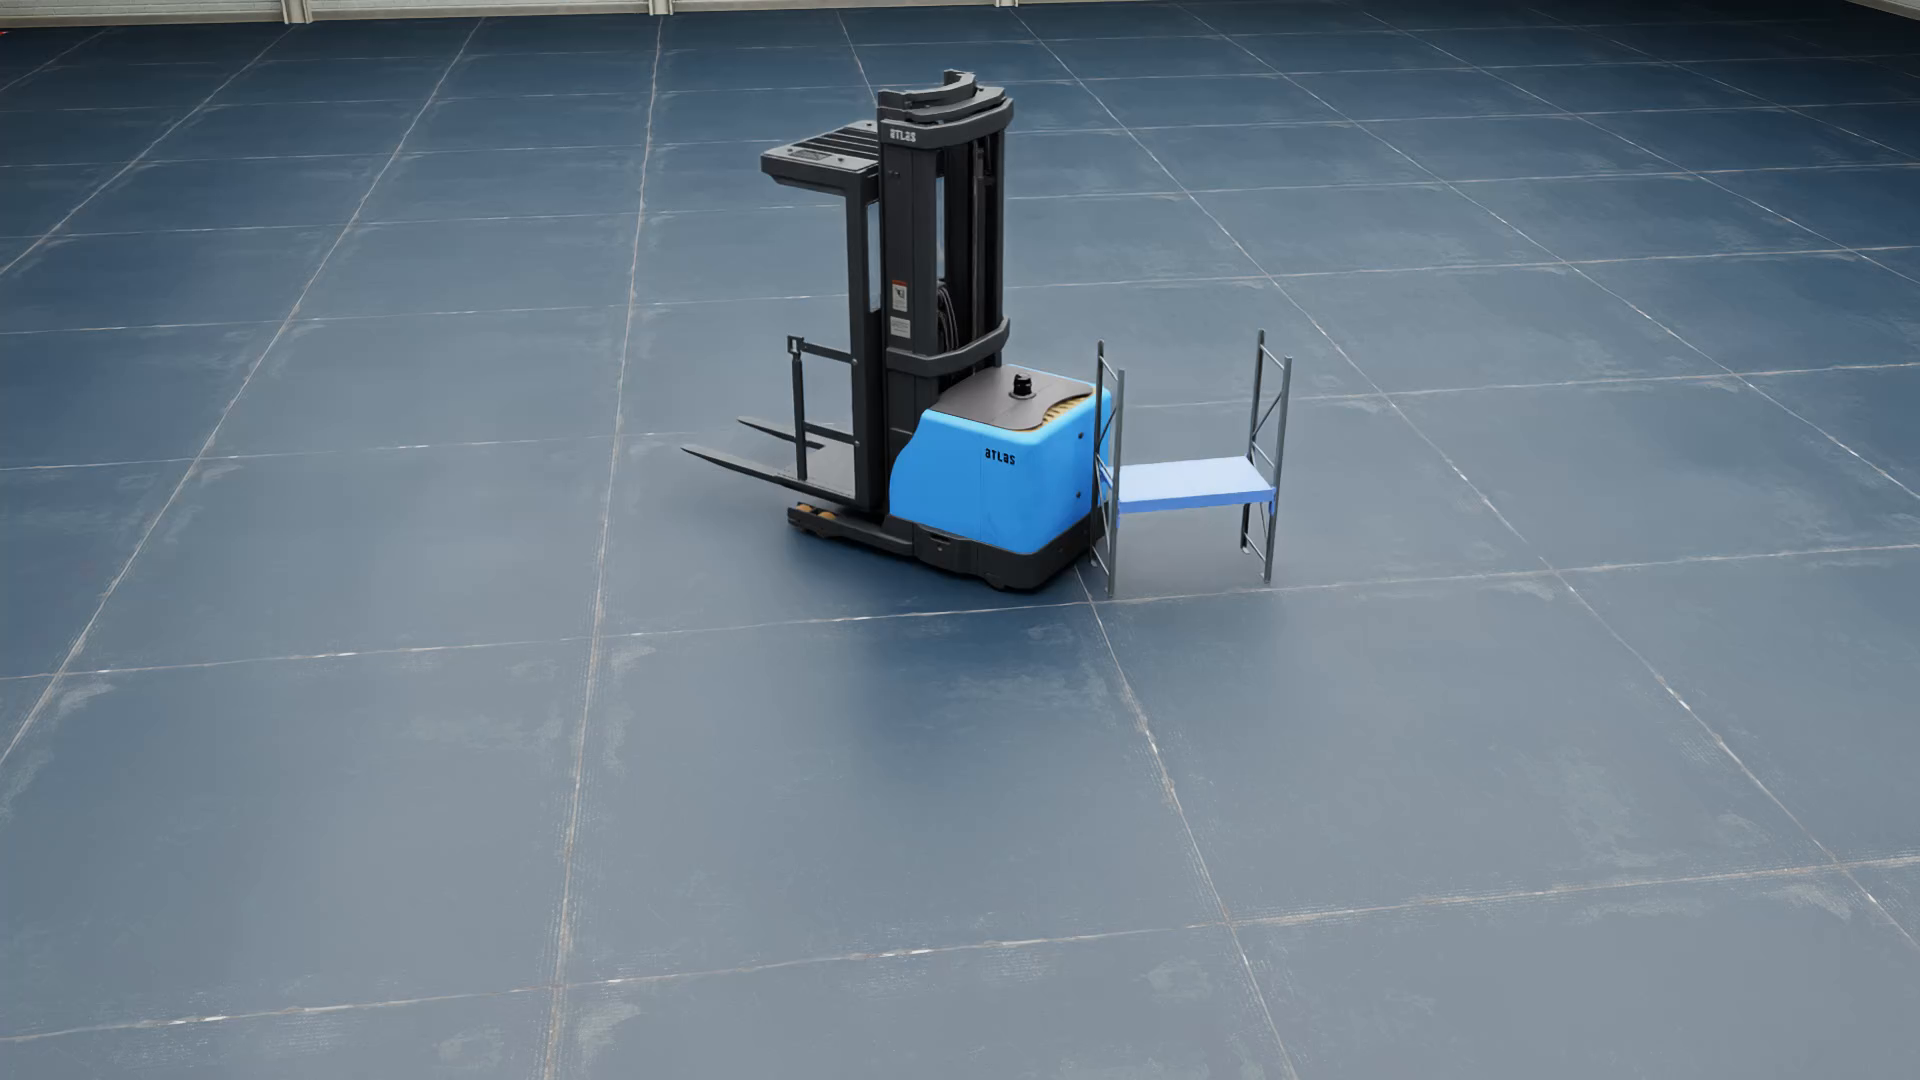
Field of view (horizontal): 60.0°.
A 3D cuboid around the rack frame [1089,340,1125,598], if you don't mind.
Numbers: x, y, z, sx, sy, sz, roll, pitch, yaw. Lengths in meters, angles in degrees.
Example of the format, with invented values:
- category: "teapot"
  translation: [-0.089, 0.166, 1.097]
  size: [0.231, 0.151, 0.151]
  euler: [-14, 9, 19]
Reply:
- category: "rack frame"
  translation: [0.890, -0.425, 10.139]
  size: [0.032, 1.500, 0.500]
  euler: [-5, 28, -10]

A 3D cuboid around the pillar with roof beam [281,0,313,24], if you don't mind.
- category: "pillar with roof beam"
  translation: [-10.477, -10.737, 22.022]
  size: [0.400, 9.000, 9.100]
  euler: [-4, 27, -7]

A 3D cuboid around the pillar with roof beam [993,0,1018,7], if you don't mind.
- category: "pillar with roof beam"
  translation: [1.406, -11.501, 23.509]
  size: [0.400, 9.000, 9.100]
  euler: [-4, 27, -7]

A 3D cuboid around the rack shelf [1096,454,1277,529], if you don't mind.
- category: "rack shelf"
  translation: [1.389, -0.309, 10.306]
  size: [1.000, 0.185, 0.538]
  euler: [-5, 28, -10]

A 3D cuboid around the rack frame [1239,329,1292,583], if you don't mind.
- category: "rack frame"
  translation: [1.888, -0.513, 10.309]
  size: [0.032, 1.500, 0.500]
  euler: [-5, 28, -10]

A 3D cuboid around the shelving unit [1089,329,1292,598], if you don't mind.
- category: "shelving unit"
  translation: [1.389, -0.469, 10.224]
  size: [1.048, 1.500, 0.538]
  euler: [-5, 28, -10]

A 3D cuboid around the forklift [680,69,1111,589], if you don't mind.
- category: "forklift"
  translation: [-0.539, -1.504, 10.672]
  size: [3.031, 2.935, 1.130]
  euler: [17, 32, 30]

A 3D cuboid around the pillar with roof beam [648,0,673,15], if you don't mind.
- category: "pillar with roof beam"
  translation: [-4.536, -11.119, 22.765]
  size: [0.400, 9.000, 9.100]
  euler: [-4, 27, -7]
